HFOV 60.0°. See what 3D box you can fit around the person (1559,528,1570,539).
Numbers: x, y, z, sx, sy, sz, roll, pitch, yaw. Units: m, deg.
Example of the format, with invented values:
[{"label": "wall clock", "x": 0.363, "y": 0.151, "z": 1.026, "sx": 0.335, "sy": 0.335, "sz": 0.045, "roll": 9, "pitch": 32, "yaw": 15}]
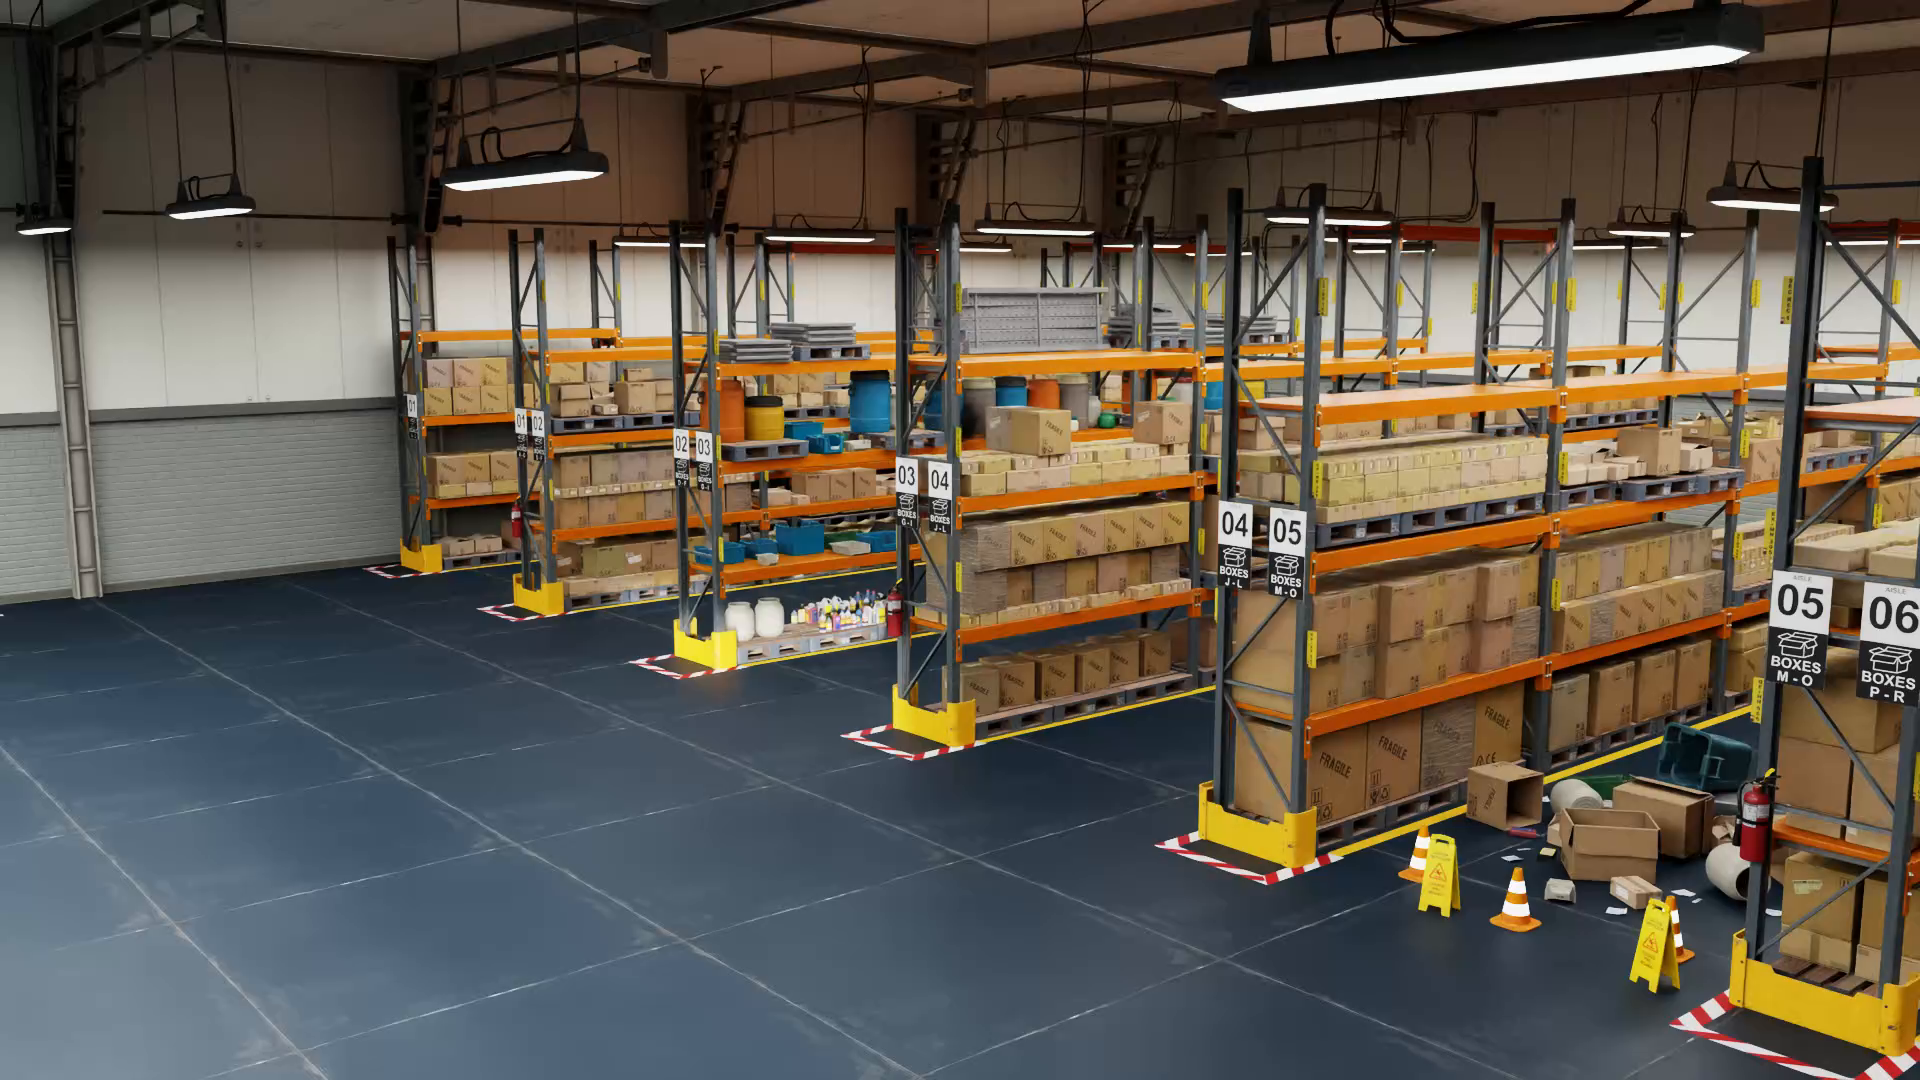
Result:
[{"label": "person", "x": 8.707, "y": 0.651, "z": 23.982, "sx": 0.737, "sy": 1.684, "sz": 0.702, "roll": -5, "pitch": 10, "yaw": -28}]
